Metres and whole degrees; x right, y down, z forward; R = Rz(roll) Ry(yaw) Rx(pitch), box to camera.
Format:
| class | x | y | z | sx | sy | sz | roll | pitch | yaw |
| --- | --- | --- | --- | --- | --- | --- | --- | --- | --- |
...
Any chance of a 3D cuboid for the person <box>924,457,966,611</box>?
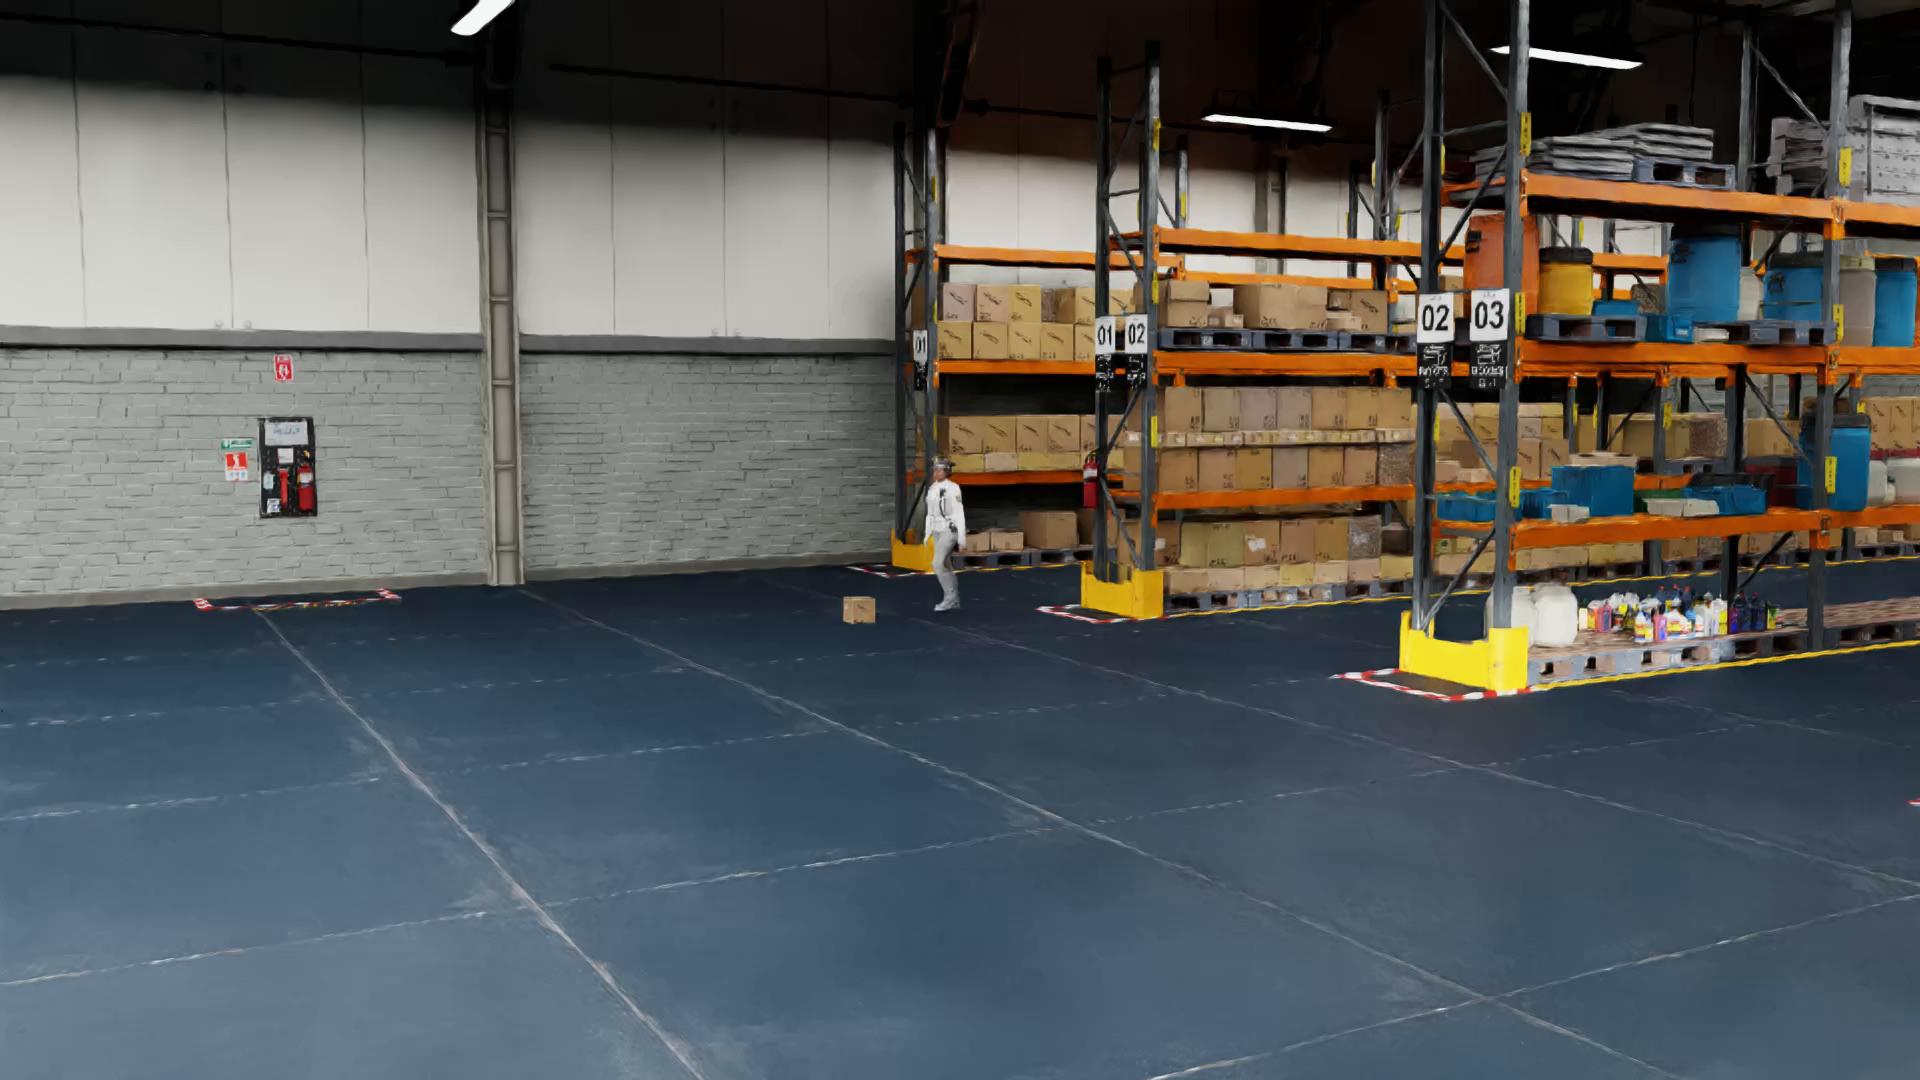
| class | x | y | z | sx | sy | sz | roll | pitch | yaw |
| --- | --- | --- | --- | --- | --- | --- | --- | --- | --- |
| person | -0.169 | -0.071 | 18.008 | 0.495 | 1.672 | 0.509 | -4 | 6 | -37 |
